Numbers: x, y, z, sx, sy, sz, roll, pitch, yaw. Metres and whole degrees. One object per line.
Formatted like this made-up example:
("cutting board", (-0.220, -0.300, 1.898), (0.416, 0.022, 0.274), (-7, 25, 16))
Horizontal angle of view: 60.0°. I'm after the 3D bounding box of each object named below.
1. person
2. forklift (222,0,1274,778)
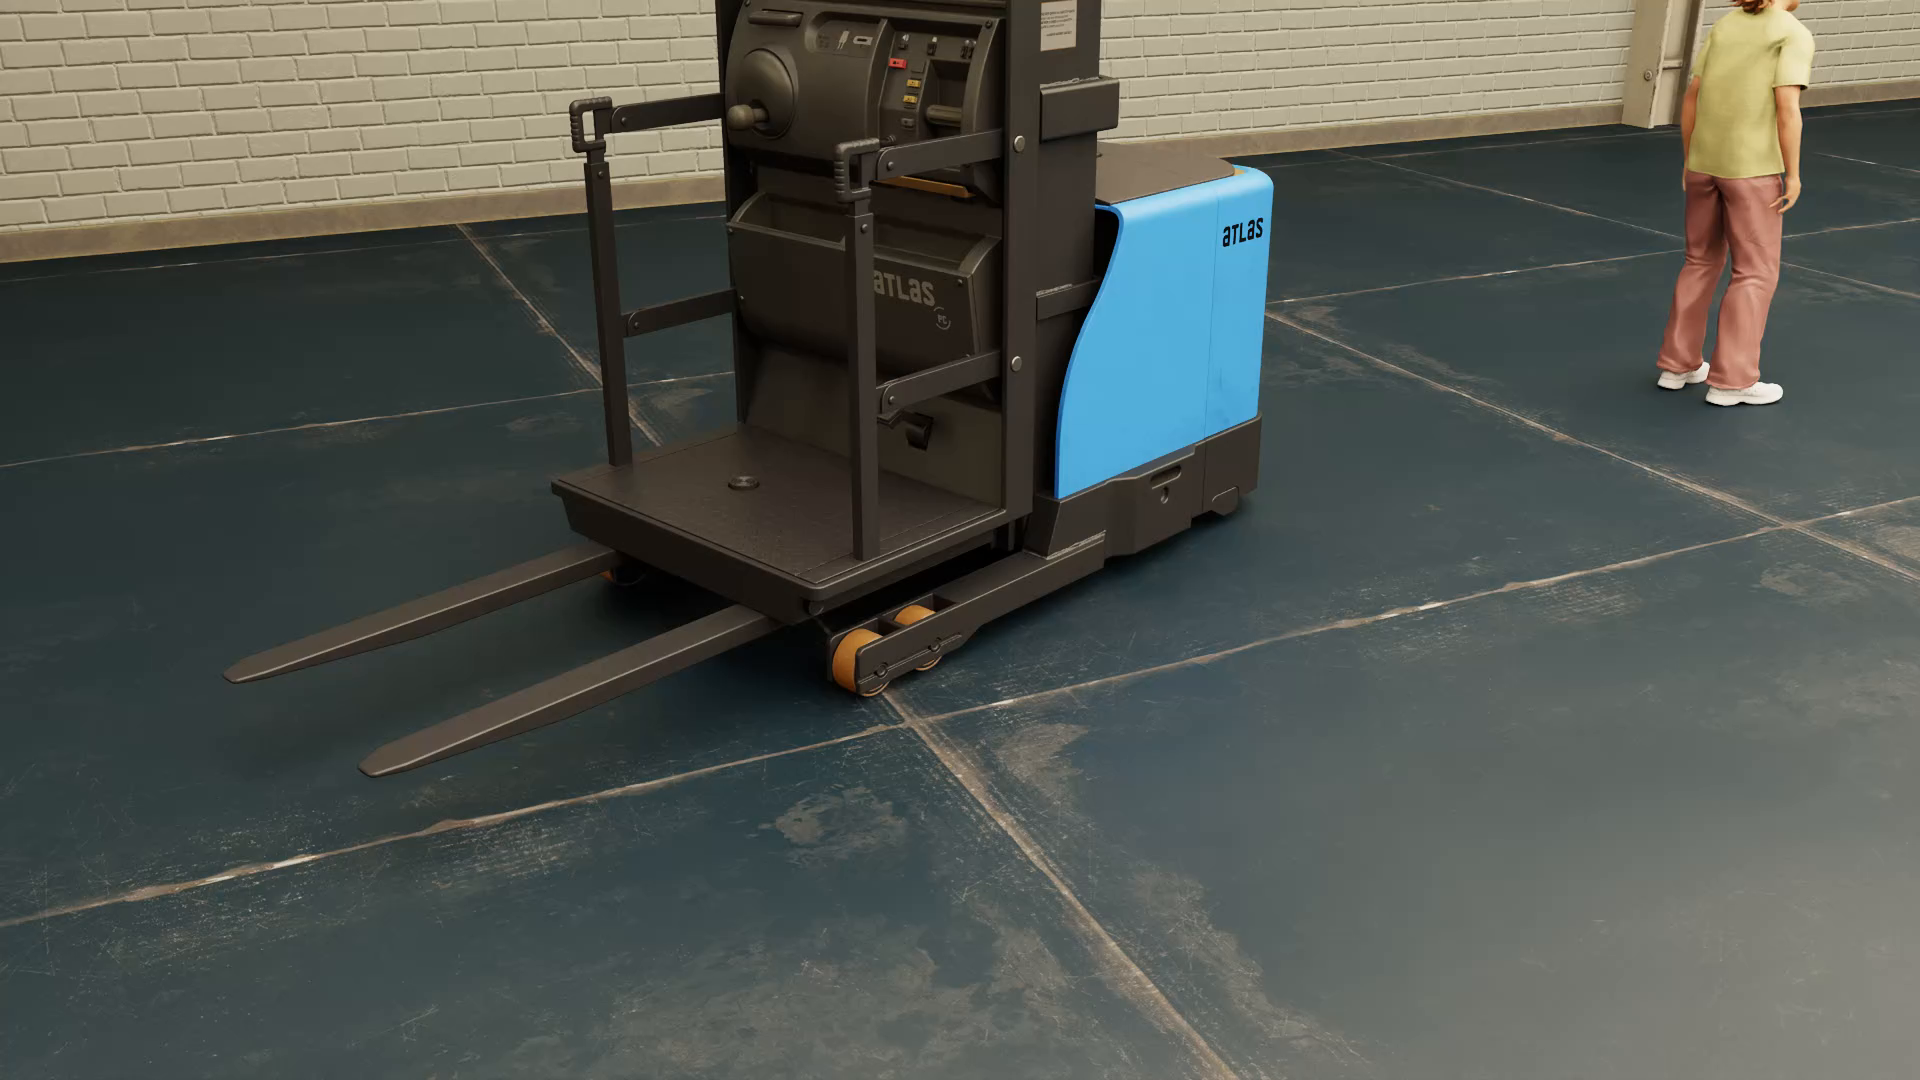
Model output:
("person", (2.905, -1.358, 6.197), (0.352, 1.673, 0.501), (-11, 25, -24))
("forklift", (-0.413, -1.182, 4.131), (1.130, 2.935, 3.031), (19, 29, 39))
